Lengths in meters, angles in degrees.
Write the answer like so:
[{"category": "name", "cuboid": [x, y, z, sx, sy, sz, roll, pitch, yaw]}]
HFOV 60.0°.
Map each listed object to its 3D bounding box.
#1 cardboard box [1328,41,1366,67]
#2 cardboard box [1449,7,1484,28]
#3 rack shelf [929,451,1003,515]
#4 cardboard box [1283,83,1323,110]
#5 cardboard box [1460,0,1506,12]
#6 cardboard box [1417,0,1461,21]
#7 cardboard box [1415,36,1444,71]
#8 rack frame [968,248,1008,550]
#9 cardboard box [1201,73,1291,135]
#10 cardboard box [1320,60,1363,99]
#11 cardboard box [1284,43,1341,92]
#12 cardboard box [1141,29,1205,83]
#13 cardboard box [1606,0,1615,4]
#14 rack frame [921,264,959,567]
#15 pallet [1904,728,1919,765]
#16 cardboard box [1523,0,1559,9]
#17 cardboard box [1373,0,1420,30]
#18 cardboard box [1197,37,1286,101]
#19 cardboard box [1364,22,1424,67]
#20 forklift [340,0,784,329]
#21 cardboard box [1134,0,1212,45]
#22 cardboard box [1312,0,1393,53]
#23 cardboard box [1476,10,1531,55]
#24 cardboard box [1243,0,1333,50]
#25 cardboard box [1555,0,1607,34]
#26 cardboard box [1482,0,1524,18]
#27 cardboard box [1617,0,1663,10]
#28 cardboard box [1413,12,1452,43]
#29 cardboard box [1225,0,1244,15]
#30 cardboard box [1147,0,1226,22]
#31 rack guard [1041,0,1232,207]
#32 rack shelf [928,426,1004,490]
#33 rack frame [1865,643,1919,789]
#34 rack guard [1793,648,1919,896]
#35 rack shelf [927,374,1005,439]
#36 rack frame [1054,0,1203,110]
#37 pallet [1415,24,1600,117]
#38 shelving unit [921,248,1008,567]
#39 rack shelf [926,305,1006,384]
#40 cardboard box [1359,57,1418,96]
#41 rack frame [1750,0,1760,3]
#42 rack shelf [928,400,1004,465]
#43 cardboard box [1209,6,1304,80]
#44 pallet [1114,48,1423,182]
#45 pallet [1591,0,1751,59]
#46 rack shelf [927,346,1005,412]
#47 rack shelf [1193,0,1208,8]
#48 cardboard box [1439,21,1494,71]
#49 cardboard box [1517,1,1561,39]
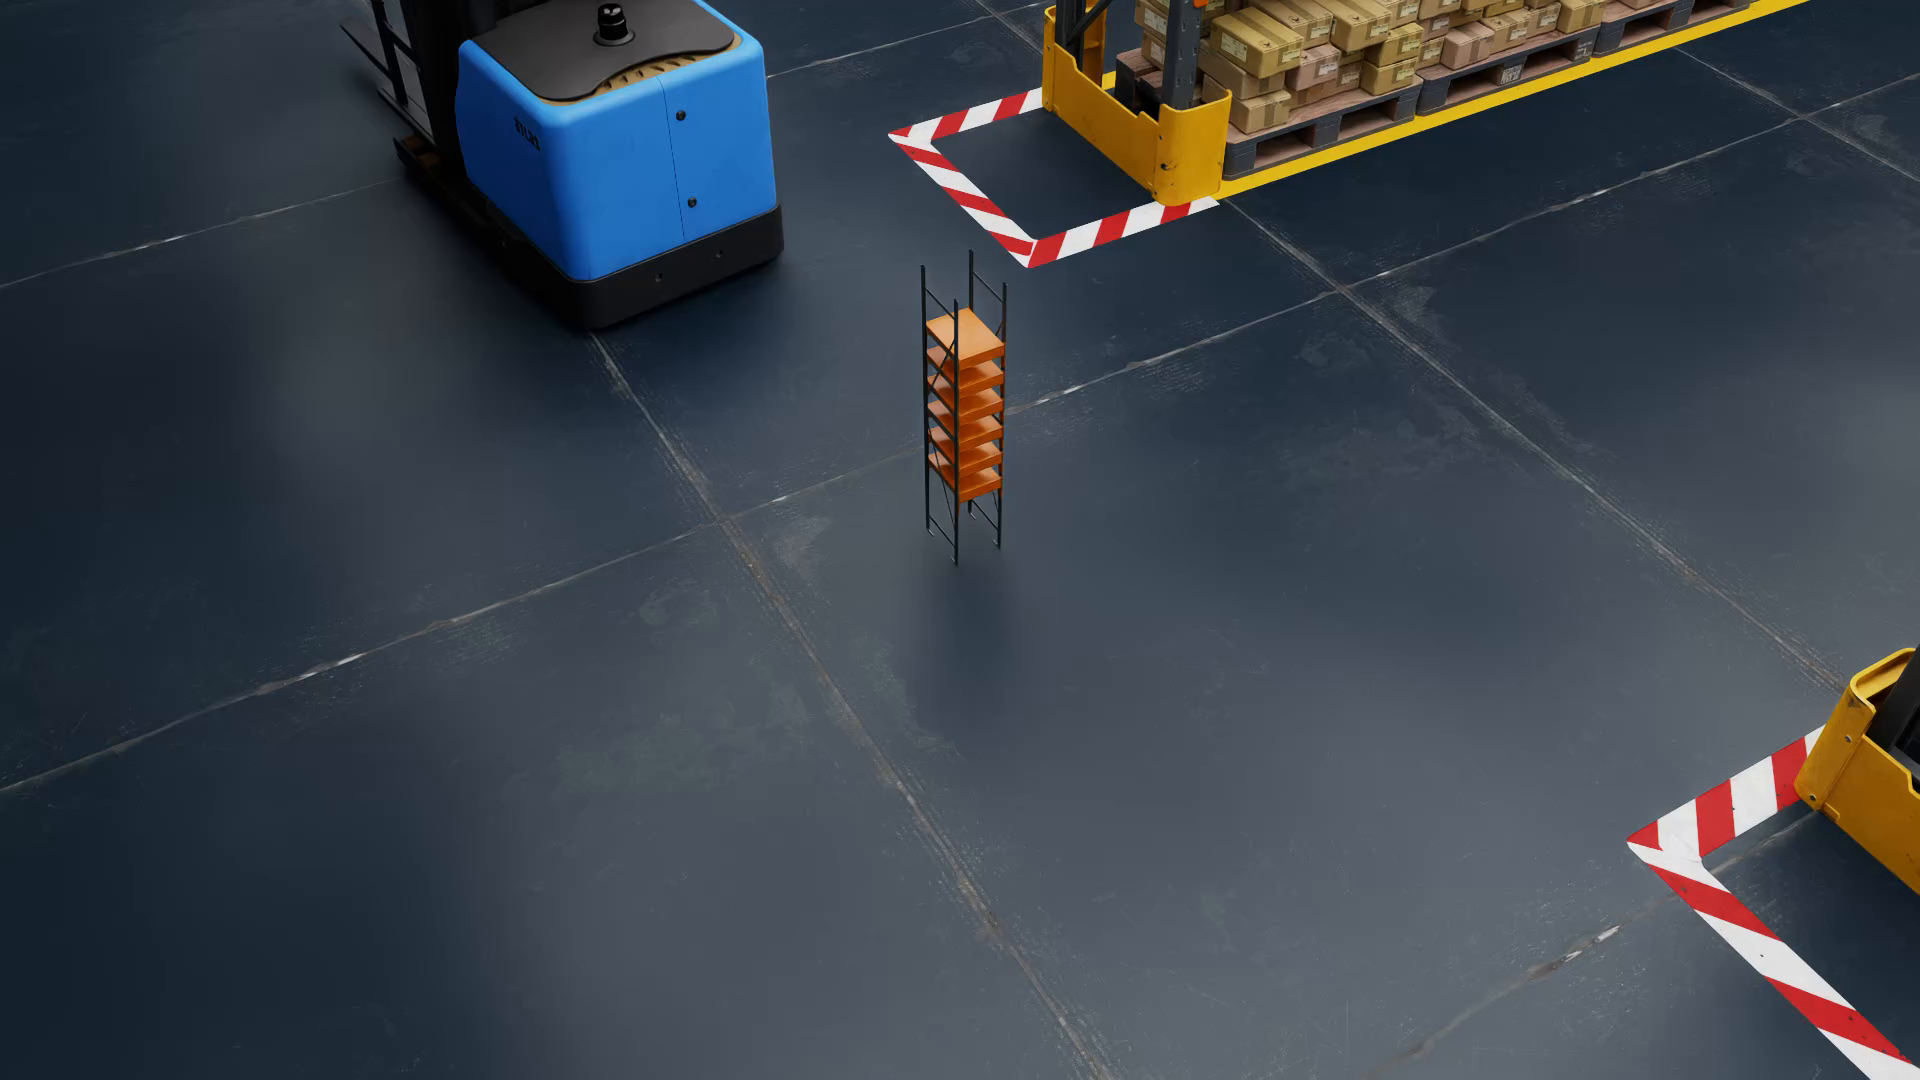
[{"category": "cardboard box", "cuboid": [1.785, -2.485, 8.188, 0.250, 0.149, 0.380, -21, 48, -20]}, {"category": "cardboard box", "cuboid": [2.459, -2.777, 8.489, 0.250, 0.149, 0.380, -19, 47, -19]}, {"category": "rack shelf", "cuboid": [0.013, -0.231, 6.035, 0.180, 0.103, 0.258, -22, 48, -21]}, {"category": "cardboard box", "cuboid": [1.569, -2.281, 8.192, 0.250, 0.149, 0.380, -22, 48, -21]}, {"category": "cardboard box", "cuboid": [2.524, -2.811, 8.311, 0.250, 0.149, 0.380, -21, 48, -20]}, {"category": "cardboard box", "cuboid": [2.273, -2.747, 8.245, 0.250, 0.149, 0.380, -20, 48, -19]}, {"category": "cardboard box", "cuboid": [2.231, -2.540, 8.458, 0.250, 0.149, 0.380, -22, 48, -21]}, {"category": "rack frame", "cuboid": [0.092, -0.467, 5.870, 0.006, 1.200, 0.240, -22, 48, -21]}, {"category": "cardboard box", "cuboid": [1.383, -2.140, 8.047, 0.250, 0.149, 0.380, -21, 48, -20]}, {"category": "cardboard box", "cuboid": [1.781, -2.371, 8.285, 0.250, 0.149, 0.380, -21, 48, -21]}, {"category": "cardboard box", "cuboid": [1.617, -2.346, 8.046, 0.250, 0.149, 0.380, -22, 48, -21]}, {"category": "cardboard box", "cuboid": [1.122, -2.461, 8.377, 0.250, 0.149, 0.380, -21, 48, -20]}, {"category": "cardboard box", "cuboid": [3.315, -3.010, 8.943, 0.250, 0.149, 0.380, -23, 49, -22]}, {"category": "rack frame", "cuboid": [-0.067, -0.404, 5.805, 0.006, 1.200, 0.240, -22, 48, -21]}, {"category": "pallet", "cuboid": [3.807, 0.682, 5.396, 1.213, 0.211, 1.003, -22, 48, -21]}, {"category": "cardboard box", "cuboid": [2.951, -2.931, 8.649, 0.250, 0.149, 0.380, -24, 49, -23]}, {"category": "cardboard box", "cuboid": [2.028, -2.656, 8.152, 0.250, 0.149, 0.380, -24, 49, -23]}, {"category": "cardboard box", "cuboid": [1.352, -2.285, 7.983, 0.250, 0.149, 0.380, -20, 48, -19]}, {"category": "cardboard box", "cuboid": [2.062, -2.508, 8.213, 0.250, 0.149, 0.380, -20, 48, -20]}, {"category": "forklift", "cuboid": [-2.083, -2.928, 7.162, 1.130, 2.935, 3.031, -28, 51, -26]}, {"category": "cardboard box", "cuboid": [1.085, -2.614, 8.322, 0.250, 0.149, 0.380, -23, 49, -22]}, {"category": "cardboard box", "cuboid": [1.854, -2.520, 8.012, 0.250, 0.149, 0.380, -22, 48, -21]}, {"category": "cardboard box", "cuboid": [2.718, -2.685, 8.609, 0.250, 0.149, 0.380, -22, 48, -21]}, {"category": "cardboard box", "cuboid": [1.572, -2.510, 8.001, 0.250, 0.149, 0.380, -21, 48, -20]}, {"category": "cardboard box", "cuboid": [3.170, -2.839, 8.767, 0.250, 0.149, 0.380, -22, 48, -21]}, {"category": "cardboard box", "cuboid": [2.698, -2.865, 8.580, 0.250, 0.149, 0.380, -20, 47, -19]}, {"category": "cardboard box", "cuboid": [3.603, -3.028, 8.961, 0.250, 0.149, 0.380, -23, 49, -22]}, {"category": "cardboard box", "cuboid": [2.245, -2.658, 8.367, 0.250, 0.149, 0.380, -24, 49, -23]}, {"category": "cardboard box", "cuboid": [1.349, -2.755, 8.253, 0.250, 0.149, 0.380, -21, 48, -20]}, {"category": "cardboard box", "cuboid": [1.102, -2.702, 8.199, 0.250, 0.149, 0.380, -21, 48, -20]}, {"category": "rack guard", "cuboid": [0.835, -2.154, 8.110, 0.348, 0.500, 1.175, -22, 48, -21]}, {"category": "rack shelf", "cuboid": [0.013, -0.318, 5.952, 0.180, 0.103, 0.258, -22, 48, -21]}, {"category": "rack frame", "cuboid": [3.153, 0.006, 4.090, 0.127, 3.000, 1.000, -22, 48, -21]}, {"category": "rack guard", "cuboid": [3.132, 0.911, 4.952, 0.348, 0.500, 1.175, -22, 48, -21]}, {"category": "rack shelf", "cuboid": [0.013, -0.490, 5.785, 0.180, 0.103, 0.258, -22, 48, -21]}, {"category": "rack frame", "cuboid": [0.769, -3.024, 7.212, 0.127, 3.000, 1.000, -22, 48, -21]}, {"category": "pallet", "cuboid": [2.614, -2.731, 8.912, 1.213, 0.211, 1.003, -22, 48, -21]}, {"category": "shelving unit", "cuboid": [0.013, -0.436, 5.837, 0.189, 1.200, 0.258, -22, 48, -21]}, {"category": "rack shelf", "cuboid": [0.013, -0.662, 5.618, 0.180, 0.103, 0.258, -22, 48, -21]}, {"category": "cardboard box", "cuboid": [2.058, -2.394, 8.308, 0.250, 0.149, 0.380, -21, 48, -20]}, {"category": "rack frame", "cuboid": [4.238, -4.412, 8.642, 0.127, 3.000, 1.000, -22, 48, -21]}, {"category": "rack shelf", "cuboid": [0.013, -0.404, 5.868, 0.180, 0.103, 0.258, -22, 48, -21]}, {"category": "cardboard box", "cuboid": [1.393, -2.342, 7.828, 0.250, 0.149, 0.380, -24, 49, -23]}, {"category": "pallet", "cuboid": [1.557, -2.311, 8.479, 1.213, 0.211, 1.003, -22, 48, -21]}, {"category": "pallet", "cuboid": [3.673, -3.157, 9.352, 1.213, 0.211, 1.003, -22, 48, -21]}, {"category": "rack shelf", "cuboid": [0.013, -0.576, 5.701, 0.180, 0.103, 0.258, -22, 48, -21]}, {"category": "rack shelf", "cuboid": [2.504, -3.460, 8.178, 4.000, 0.370, 1.077, -22, 48, -21]}, {"category": "cardboard box", "cuboid": [2.491, -2.573, 8.493, 0.250, 0.149, 0.380, -24, 49, -23]}, {"category": "cardboard box", "cuboid": [2.910, -2.789, 8.715, 0.250, 0.149, 0.380, -21, 48, -20]}]
